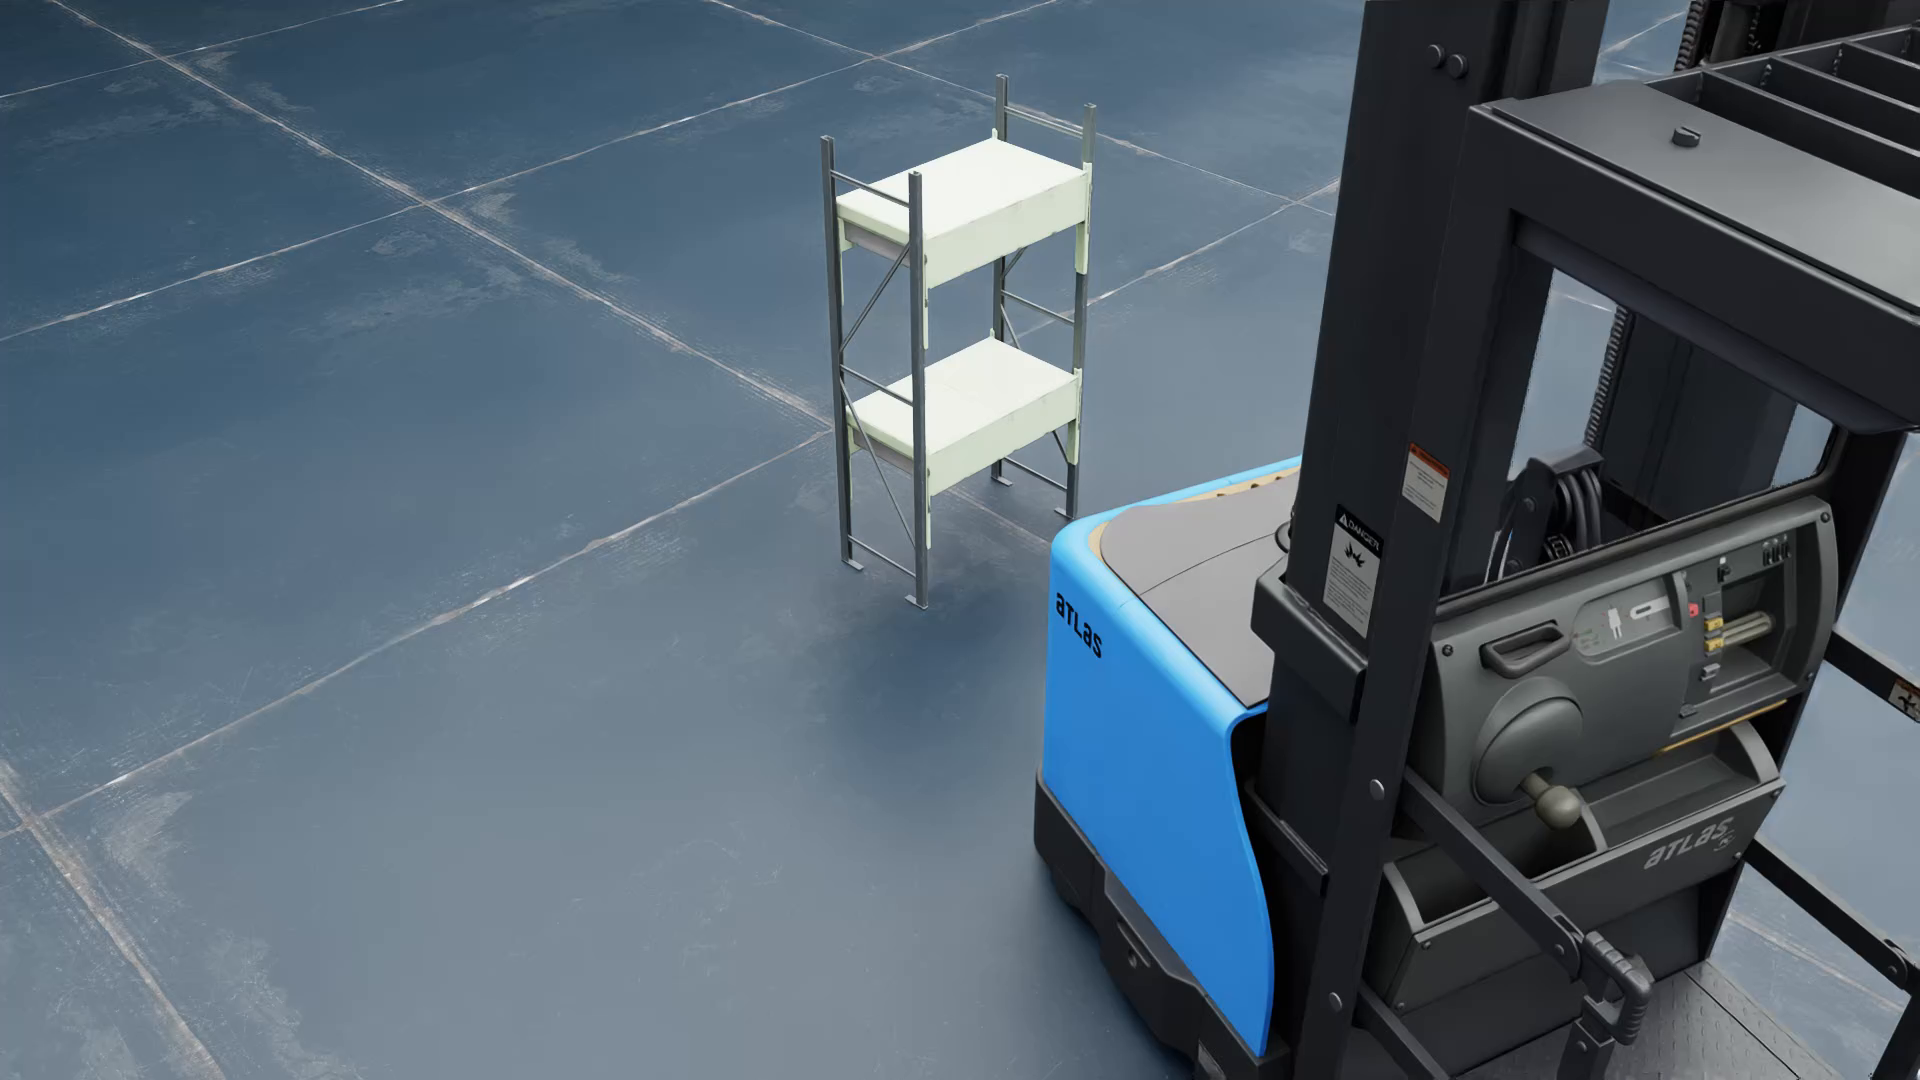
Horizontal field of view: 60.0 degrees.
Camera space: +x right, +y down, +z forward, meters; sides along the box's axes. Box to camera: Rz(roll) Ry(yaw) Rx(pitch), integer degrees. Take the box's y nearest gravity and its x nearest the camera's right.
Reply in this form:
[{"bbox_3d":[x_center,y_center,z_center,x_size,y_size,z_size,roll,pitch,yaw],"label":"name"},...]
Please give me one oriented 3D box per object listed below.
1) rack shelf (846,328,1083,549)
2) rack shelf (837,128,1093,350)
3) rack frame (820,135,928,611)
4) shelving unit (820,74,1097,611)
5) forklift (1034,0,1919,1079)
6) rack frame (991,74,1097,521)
[{"bbox_3d":[0.005,-0.350,5.511,0.431,0.370,0.720,30,45,35],"label":"rack shelf"},{"bbox_3d":[0.005,-0.938,5.102,0.431,0.370,0.720,30,45,35],"label":"rack shelf"},{"bbox_3d":[-0.253,-0.469,5.112,0.400,1.500,0.023,30,45,35],"label":"rack frame"},{"bbox_3d":[0.005,-0.618,5.325,0.431,1.500,0.755,30,45,35],"label":"shelving unit"},{"bbox_3d":[1.305,0.278,2.790,1.130,2.935,3.031,-16,38,-21],"label":"forklift"},{"bbox_3d":[0.263,-0.766,5.538,0.400,1.500,0.023,30,45,35],"label":"rack frame"}]
